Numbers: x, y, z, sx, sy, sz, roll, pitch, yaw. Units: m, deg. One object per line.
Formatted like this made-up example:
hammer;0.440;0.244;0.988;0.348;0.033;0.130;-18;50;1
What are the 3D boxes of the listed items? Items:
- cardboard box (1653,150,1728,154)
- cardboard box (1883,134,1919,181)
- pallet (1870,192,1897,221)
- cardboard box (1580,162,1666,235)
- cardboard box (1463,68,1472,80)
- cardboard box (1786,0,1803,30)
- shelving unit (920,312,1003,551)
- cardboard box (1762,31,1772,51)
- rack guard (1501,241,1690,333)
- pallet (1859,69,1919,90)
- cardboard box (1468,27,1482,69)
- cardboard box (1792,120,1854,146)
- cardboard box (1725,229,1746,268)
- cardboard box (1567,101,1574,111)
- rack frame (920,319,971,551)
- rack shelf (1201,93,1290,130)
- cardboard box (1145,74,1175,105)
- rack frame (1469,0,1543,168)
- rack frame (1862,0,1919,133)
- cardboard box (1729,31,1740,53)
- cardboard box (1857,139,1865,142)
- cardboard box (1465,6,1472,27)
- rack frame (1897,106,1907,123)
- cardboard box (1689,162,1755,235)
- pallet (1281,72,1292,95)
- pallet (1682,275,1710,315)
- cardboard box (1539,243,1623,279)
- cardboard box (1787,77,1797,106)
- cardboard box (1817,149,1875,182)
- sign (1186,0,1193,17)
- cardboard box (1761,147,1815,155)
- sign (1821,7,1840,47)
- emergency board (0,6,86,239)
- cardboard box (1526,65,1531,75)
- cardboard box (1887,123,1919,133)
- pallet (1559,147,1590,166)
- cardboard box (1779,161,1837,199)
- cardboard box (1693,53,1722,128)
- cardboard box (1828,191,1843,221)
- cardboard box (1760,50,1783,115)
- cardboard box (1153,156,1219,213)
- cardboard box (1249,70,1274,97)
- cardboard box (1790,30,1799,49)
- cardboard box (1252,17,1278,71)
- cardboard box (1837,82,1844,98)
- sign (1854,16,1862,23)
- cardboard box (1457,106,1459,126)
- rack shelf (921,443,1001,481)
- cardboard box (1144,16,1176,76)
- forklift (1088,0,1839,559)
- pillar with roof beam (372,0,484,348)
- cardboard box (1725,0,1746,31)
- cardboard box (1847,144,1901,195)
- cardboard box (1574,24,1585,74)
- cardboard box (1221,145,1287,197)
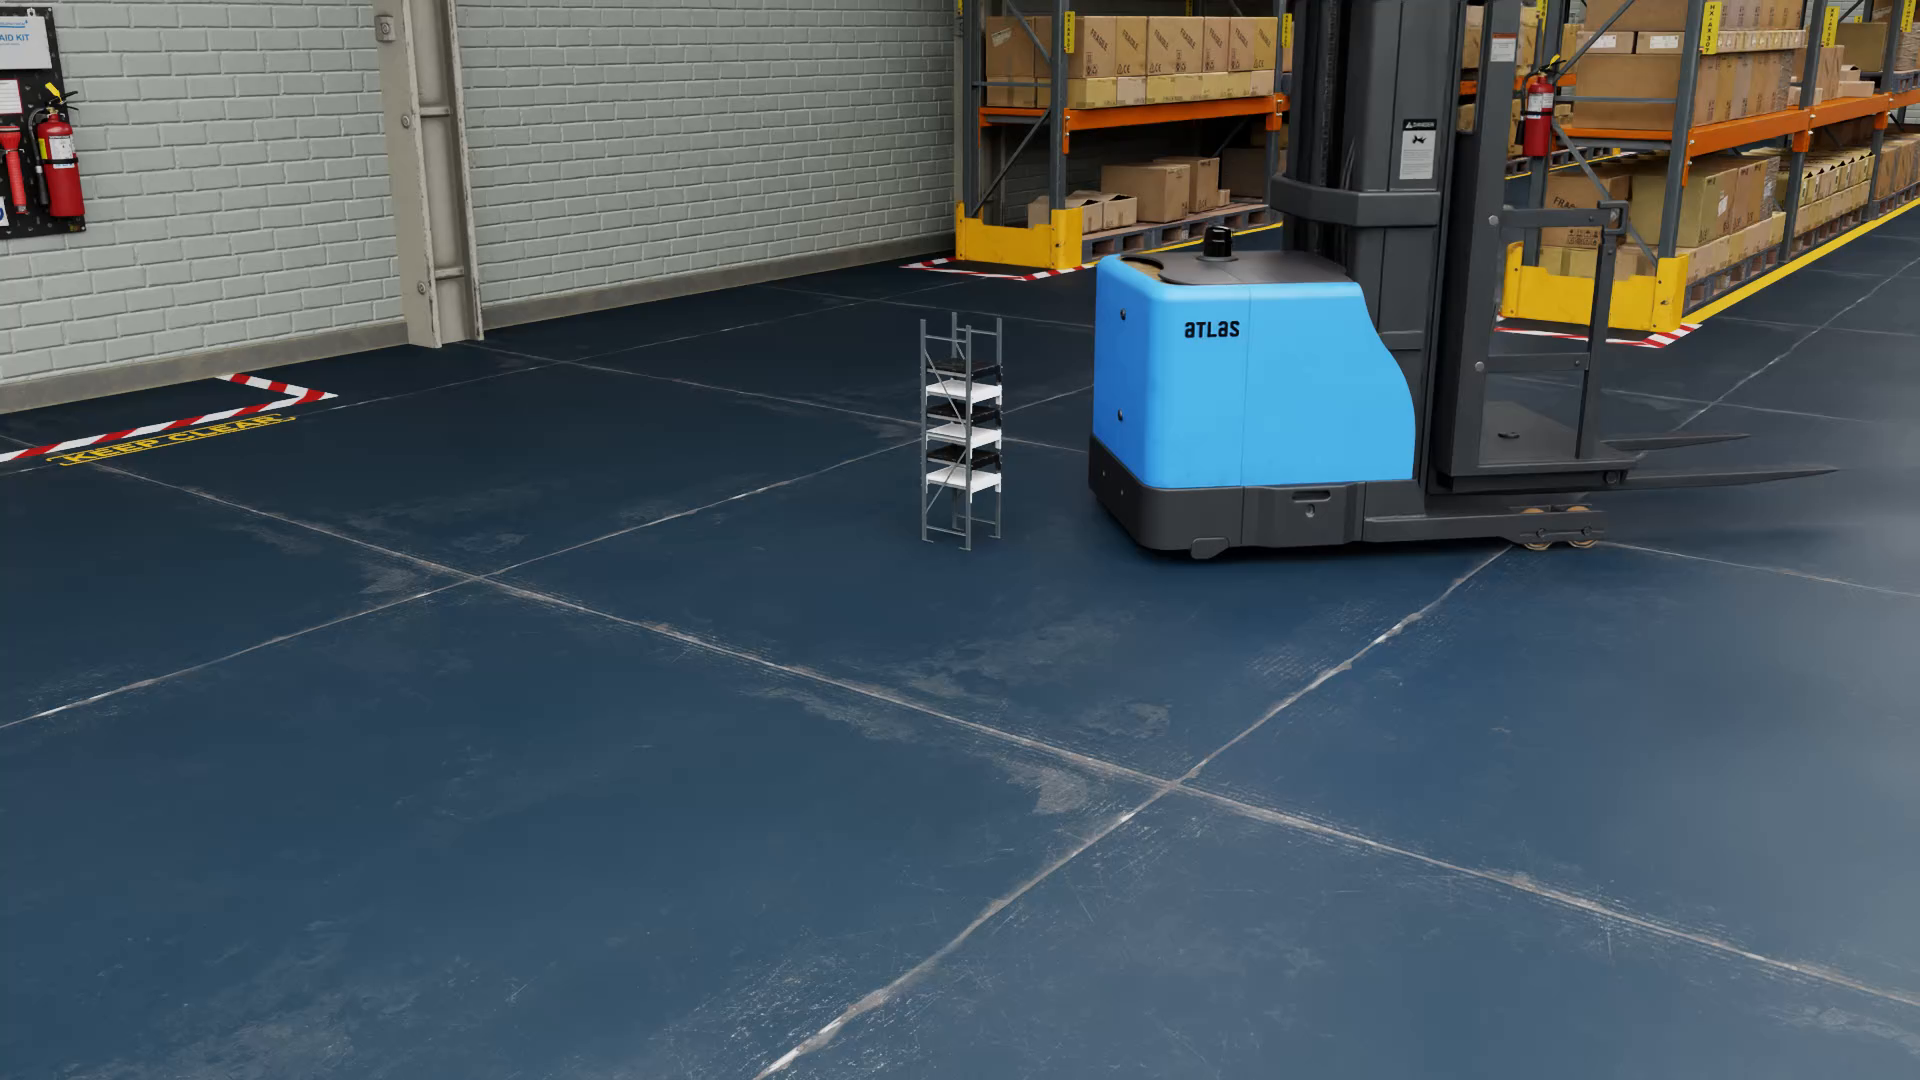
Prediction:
cardboard box;6.296;-3.123;14.405;0.500;0.500;0.500;12;21;35
cardboard box;11.225;-4.570;19.874;0.500;0.500;0.500;13;21;35
pallet;9.682;-3.724;18.381;1.003;0.211;1.213;12;21;35
cardboard box;5.105;-2.646;12.871;0.500;0.500;0.500;12;21;35
cardboard box;6.353;-5.998;21.390;0.380;0.149;0.250;13;21;36
cardboard box;6.564;-4.493;13.798;0.700;0.500;0.500;13;21;35
shelving unit;0.005;-0.432;6.617;0.258;0.900;0.210;12;21;35
cardboard box;6.076;-3.885;12.934;0.380;0.149;0.250;13;22;36
rack guard;4.426;-1.780;11.633;1.175;0.500;0.348;12;21;35
pallet;10.362;-5.257;18.939;1.003;0.211;1.213;12;21;35
cardboard box;6.337;-6.270;21.174;0.500;0.500;0.500;12;21;34
cardboard box;9.606;-4.538;18.507;0.500;0.250;0.500;13;22;37
cardboard box;5.833;-2.312;13.061;0.500;0.250;0.500;12;21;35
cardboard box;9.574;-6.673;25.588;0.380;0.149;0.250;13;22;36
rack frame;-0.056;-0.407;6.539;0.240;0.900;0.006;12;21;35
rack shelf;4.035;-4.940;18.805;1.077;0.370;4.000;12;21;35
cardboard box;1.612;-4.099;15.103;0.500;0.250;0.500;12;21;34
rack frame;7.610;-6.712;23.300;1.000;3.000;0.127;12;21;35
rack frame;11.590;-5.838;20.485;1.000;3.000;0.127;12;21;35
cardboard box;5.461;-3.639;12.141;0.380;0.149;0.250;12;21;33
cardboard box;10.192;-4.415;19.376;0.500;0.500;0.500;11;21;33
cardboard box;6.023;-6.508;20.674;0.500;0.250;0.500;12;21;34
rack frame;13.974;-6.790;23.552;1.000;3.000;0.127;12;21;35
cardboard box;5.834;-2.670;12.949;0.500;0.500;0.500;12;21;35
pallet;3.415;-4.871;17.696;1.003;0.211;1.213;12;21;35
pallet;4.862;-1.838;12.305;1.003;0.211;1.213;12;21;35
cardboard box;4.522;-2.047;12.206;0.500;0.250;0.500;12;21;35
cardboard box;7.082;-3.986;14.773;0.500;0.250;0.500;14;22;38
cardboard box;9.093;-3.872;17.137;0.500;0.311;0.500;13;22;36
sign;2.395;-5.457;17.306;0.100;0.325;0.005;12;21;35
cardboard box;8.659;-3.967;17.444;0.500;0.311;0.500;13;22;37
sign;7.270;-4.286;13.894;0.100;0.325;0.005;12;21;35
emergency board;-4.896;-2.163;8.650;0.194;1.169;0.643;12;21;35
cardboard box;7.636;-6.471;22.914;0.380;0.149;0.250;13;21;35
cardboard box;12.705;-5.304;22.233;0.797;0.503;0.637;12;21;35
pallet;8.852;-5.840;25.192;1.003;0.211;1.213;12;21;35
cardboard box;7.880;-3.384;15.565;0.500;0.311;0.500;12;21;33
cardboard box;5.038;-3.262;12.022;0.700;0.500;0.500;13;22;36
cardboard box;8.179;-3.238;16.042;0.500;0.250;0.500;13;21;36
cardboard box;6.255;-3.746;13.582;0.700;0.500;0.500;12;21;34
cardboard box;2.257;-3.569;16.651;0.500;0.500;0.500;11;20;31
cardboard box;2.804;-4.578;16.648;0.500;0.250;0.500;12;21;35
cardboard box;6.685;-4.129;13.719;0.380;0.149;0.250;12;21;34
cardboard box;2.810;-4.936;16.534;0.500;0.500;0.500;12;21;35
cardboard box;8.492;-4.451;16.444;0.380;0.149;0.250;14;22;39
sign;11.150;-6.345;20.659;0.100;0.325;0.005;12;21;35
cardboard box;5.770;-5.085;20.978;0.750;0.750;0.750;12;21;34
rack shelf;0.005;-0.314;6.653;0.258;0.077;0.200;12;21;35
cardboard box;1.601;-4.449;14.966;0.500;0.500;0.500;12;21;33
forklift;2.124;-1.510;6.663;3.031;2.935;1.130;-3;17;-8
pillar with roof beam;0.064;-4.849;7.185;9.100;9.000;0.400;12;21;35
cardboard box;5.369;-4.015;12.258;0.700;0.500;0.500;13;21;35
cardboard box;10.015;-4.085;18.313;0.500;0.500;0.500;12;21;33
cardboard box;8.811;-7.330;24.783;0.980;0.700;0.700;11;20;32
cardboard box;3.268;-4.001;18.044;0.700;0.500;0.500;13;22;37
